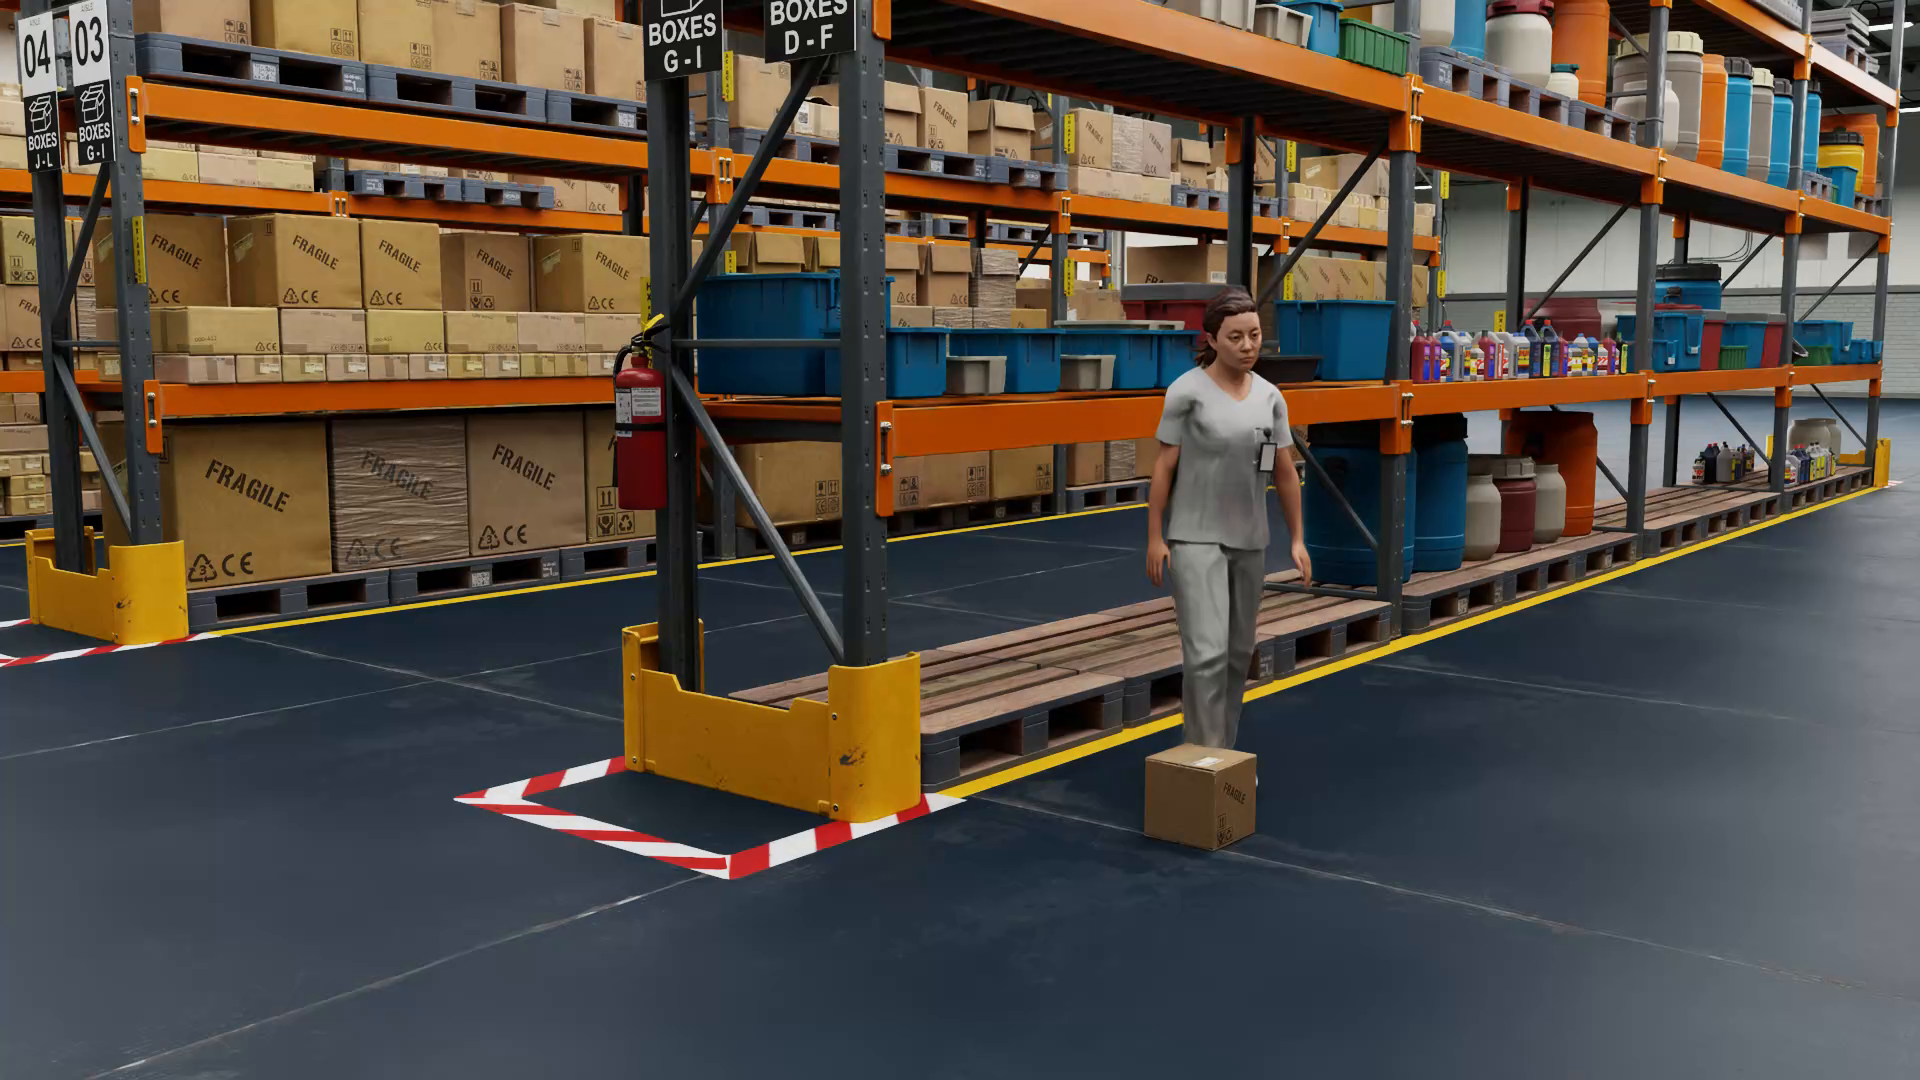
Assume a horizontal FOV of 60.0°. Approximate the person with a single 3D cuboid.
[{"bbox_3d":[0.877,0.053,5.386,0.534,1.720,0.596,-3,7,-22],"label":"person"}]
